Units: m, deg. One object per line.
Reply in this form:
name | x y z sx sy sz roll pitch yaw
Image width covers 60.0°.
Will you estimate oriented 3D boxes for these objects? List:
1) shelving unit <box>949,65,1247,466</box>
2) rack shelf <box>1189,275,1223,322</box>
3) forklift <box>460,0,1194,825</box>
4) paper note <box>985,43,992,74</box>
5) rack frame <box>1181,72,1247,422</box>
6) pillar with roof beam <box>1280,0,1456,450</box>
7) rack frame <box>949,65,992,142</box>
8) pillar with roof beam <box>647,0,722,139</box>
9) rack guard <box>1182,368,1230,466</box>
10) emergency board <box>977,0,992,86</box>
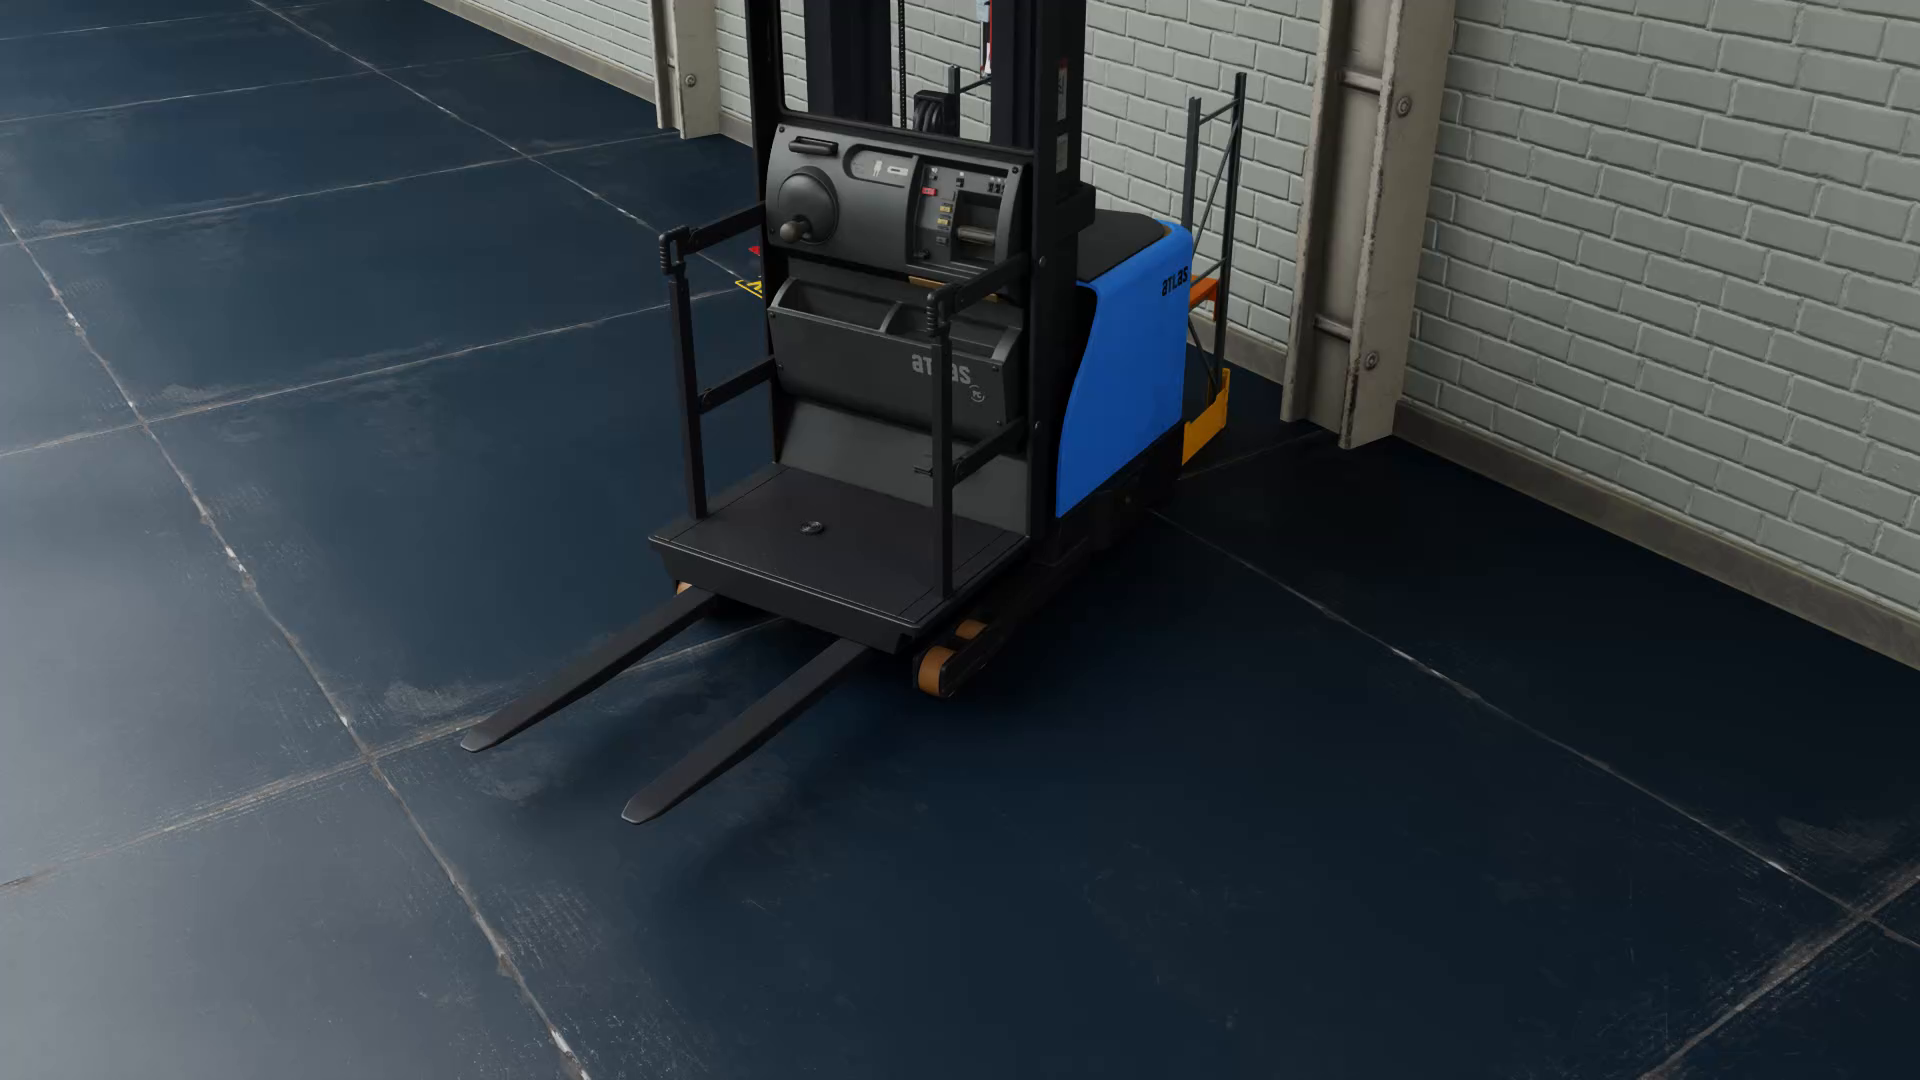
shelving unit | 0.541 -1.171 6.833 1.083 1.500 0.587 15 32 26
rack shelf | 0.533 -1.015 6.923 1.000 0.185 0.538 15 32 26
forklift | -0.331 -1.037 5.088 1.130 2.935 3.031 17 33 28
paper note | 0.177 -2.486 8.607 0.016 0.148 0.142 -19 34 -31
rack frame | 0.974 -1.051 6.614 0.032 1.500 0.500 15 32 26
pillar with roof beam | -1.881 -3.258 2.820 9.100 9.000 0.400 -19 34 -31
rack frame | 0.093 -1.294 7.060 0.032 1.500 0.500 15 32 26
pillar with roof beam | -5.361 -5.591 7.115 9.100 9.000 0.400 -19 34 -31
rack guard | 0.972 -0.502 6.912 0.087 0.250 0.587 15 32 26
emergency board | 0.224 -2.785 8.235 0.194 1.169 0.643 -19 34 -31
